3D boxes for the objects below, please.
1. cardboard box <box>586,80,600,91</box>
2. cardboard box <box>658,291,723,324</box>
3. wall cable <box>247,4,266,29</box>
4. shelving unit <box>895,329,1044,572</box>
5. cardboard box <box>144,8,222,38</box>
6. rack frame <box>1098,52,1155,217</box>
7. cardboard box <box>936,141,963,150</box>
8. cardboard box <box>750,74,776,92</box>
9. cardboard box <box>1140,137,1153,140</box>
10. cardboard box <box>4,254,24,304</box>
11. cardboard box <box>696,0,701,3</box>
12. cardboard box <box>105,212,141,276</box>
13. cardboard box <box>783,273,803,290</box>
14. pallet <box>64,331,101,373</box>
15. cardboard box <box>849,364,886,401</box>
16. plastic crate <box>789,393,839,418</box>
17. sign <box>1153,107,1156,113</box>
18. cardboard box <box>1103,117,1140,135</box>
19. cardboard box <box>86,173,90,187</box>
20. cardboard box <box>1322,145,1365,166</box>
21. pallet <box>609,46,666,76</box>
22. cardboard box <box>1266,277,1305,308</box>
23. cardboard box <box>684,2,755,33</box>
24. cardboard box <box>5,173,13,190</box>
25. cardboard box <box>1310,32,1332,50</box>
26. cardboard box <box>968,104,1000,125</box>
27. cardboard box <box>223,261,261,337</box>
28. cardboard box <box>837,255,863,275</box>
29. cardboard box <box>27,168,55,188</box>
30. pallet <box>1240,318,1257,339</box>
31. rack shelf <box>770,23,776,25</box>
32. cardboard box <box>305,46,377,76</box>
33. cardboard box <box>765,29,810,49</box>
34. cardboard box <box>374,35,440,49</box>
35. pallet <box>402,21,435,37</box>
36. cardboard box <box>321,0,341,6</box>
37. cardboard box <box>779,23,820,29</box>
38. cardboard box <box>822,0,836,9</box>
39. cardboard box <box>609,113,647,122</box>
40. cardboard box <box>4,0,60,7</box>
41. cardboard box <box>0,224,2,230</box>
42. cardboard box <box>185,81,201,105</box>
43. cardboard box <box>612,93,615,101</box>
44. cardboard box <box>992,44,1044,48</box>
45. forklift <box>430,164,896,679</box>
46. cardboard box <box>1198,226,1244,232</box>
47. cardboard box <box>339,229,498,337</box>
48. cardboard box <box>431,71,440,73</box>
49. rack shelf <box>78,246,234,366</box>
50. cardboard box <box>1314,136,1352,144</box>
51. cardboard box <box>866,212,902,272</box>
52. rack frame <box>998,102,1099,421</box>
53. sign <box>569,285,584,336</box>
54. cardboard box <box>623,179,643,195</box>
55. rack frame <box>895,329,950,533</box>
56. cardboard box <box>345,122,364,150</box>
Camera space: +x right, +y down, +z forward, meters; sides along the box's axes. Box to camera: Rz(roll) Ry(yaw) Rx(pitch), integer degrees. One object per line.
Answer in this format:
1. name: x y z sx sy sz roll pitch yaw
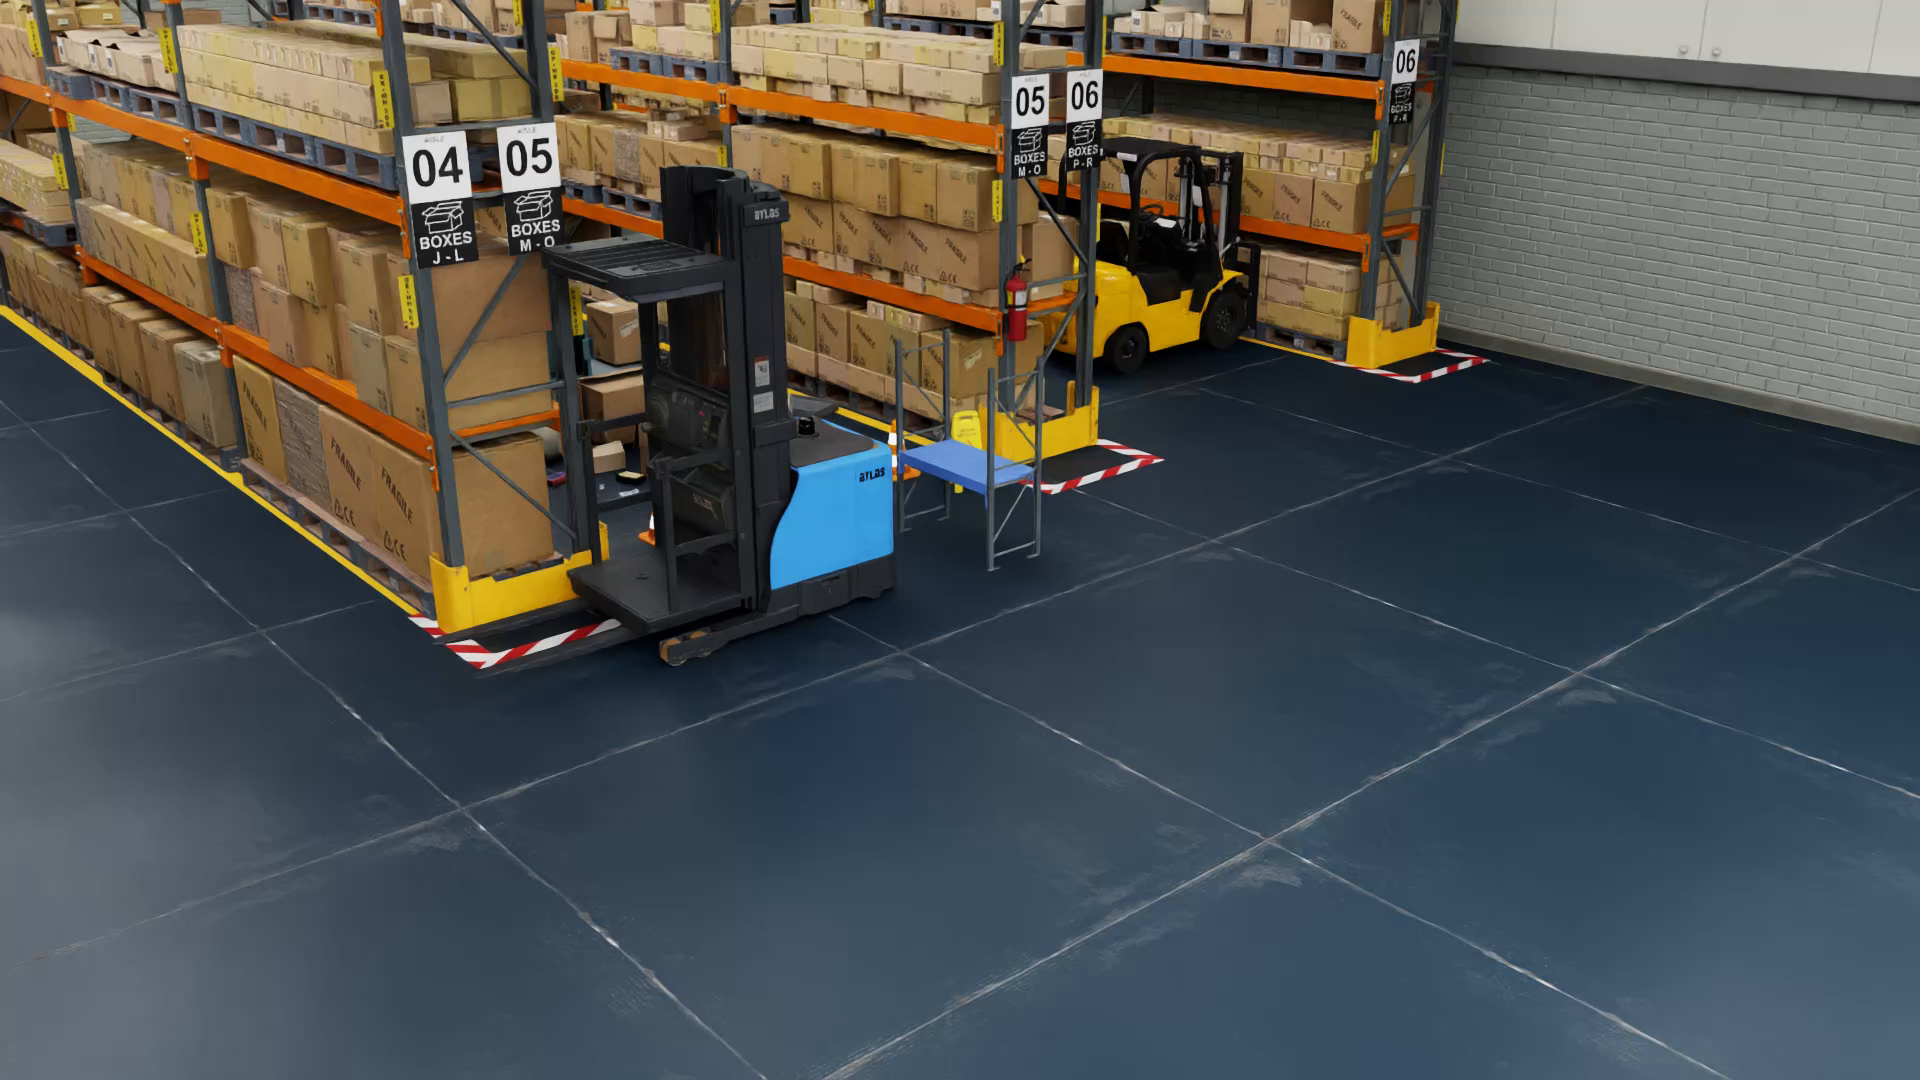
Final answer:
1. cardboard box: -5.862 -7.621 27.628 0.500 0.250 0.500 -17 27 -37
2. cardboard box: -2.695 -2.558 17.930 0.950 0.372 0.625 -15 26 -34
3. wall cable: -12.344 -8.926 29.767 0.588 1.984 0.122 -17 27 -37
4. shelving unit: 0.056 -0.675 12.150 0.538 1.500 1.048 -17 27 -37
5. cardboard box: -6.827 -4.415 14.680 0.500 0.500 0.500 -17 27 -37
6. rack frame: 1.879 -4.427 19.674 1.000 3.000 0.127 -17 27 -37
7. cardboard box: 0.039 -5.001 21.344 0.500 0.250 0.500 -19 28 -39
8. cardboard box: -1.735 -4.293 15.564 0.380 0.149 0.250 -17 27 -37
9. cardboard box: 2.249 -4.488 18.804 0.380 0.149 0.250 -18 27 -38
10. cardboard box: -10.504 -3.013 18.914 0.500 0.500 0.500 -16 27 -35
11. cardboard box: -3.848 -8.176 24.931 0.500 0.250 0.500 -17 27 -37
12. cardboard box: -7.423 -2.722 15.184 0.500 0.500 0.500 -17 27 -37
13. cardboard box: -1.662 -2.535 16.119 0.380 0.149 0.250 -17 27 -37
14. pallet: -8.683 -2.061 17.456 1.003 0.211 1.213 -17 27 -37
15. cardboard box: -0.677 -1.502 15.400 0.500 0.250 0.500 -19 28 -39
16. plastic crate: -1.475 -1.256 15.581 0.583 0.080 0.402 12 24 27
17. sign: 2.298 -4.999 19.840 0.100 0.325 0.005 -17 27 -37
18. cardboard box: 1.862 -4.755 19.078 0.380 0.149 0.250 -17 27 -36
19. cardboard box: -8.858 -3.758 17.328 0.380 0.149 0.250 -17 27 -37
20. cardboard box: 3.912 -3.918 16.941 0.380 0.149 0.250 -17 27 -37
21. pallet: -2.881 -5.035 17.371 1.213 0.211 1.003 -17 27 -37
22. cardboard box: 3.616 -2.671 17.699 0.500 0.250 0.500 -18 28 -38
23. cardboard box: -2.354 -5.129 16.298 0.500 0.250 0.500 -17 27 -36
24. cardboard box: -9.685 -3.744 17.291 0.380 0.149 0.250 -17 27 -36
25. cardboard box: 3.719 -5.000 16.656 0.380 0.149 0.250 -18 28 -39
26. cardboard box: 0.287 -3.451 13.413 0.380 0.149 0.250 -17 27 -37
27. cardboard box: -5.313 -2.009 13.294 0.875 0.550 0.550 -17 27 -37
28. cardboard box: -0.903 -2.545 15.214 0.380 0.149 0.250 -18 27 -38
29. cardboard box: -9.003 -3.595 16.502 0.380 0.149 0.250 -18 28 -38
30. pallet: 3.167 -2.562 18.735 1.003 0.211 1.213 -17 27 -37
31. rack shelf: -2.038 -7.146 23.490 1.077 0.370 4.000 -17 27 -37
32. cardboard box: -3.928 -3.049 10.582 0.380 0.149 0.250 -17 27 -37
33. cardboard box: -1.563 -4.590 15.229 0.380 0.149 0.250 -19 28 -39
34. cardboard box: -3.758 -3.345 11.337 0.380 0.149 0.250 -18 28 -38
35. pallet: -6.465 -6.521 21.168 0.805 0.209 1.217 -19 28 -39
36. cardboard box: -8.510 -7.652 22.945 0.500 0.500 0.500 -17 27 -37
37. cardboard box: -1.507 -4.860 15.917 0.380 0.149 0.250 -17 27 -36
38. cardboard box: -1.648 -7.298 22.551 0.380 0.149 0.250 -17 27 -37
39. cardboard box: -3.637 -4.530 18.817 0.500 0.500 0.500 -18 28 -38
40. cardboard box: -9.876 -5.430 17.405 0.797 0.503 0.637 -18 28 -38
41. cardboard box: -12.201 -3.867 20.762 0.380 0.149 0.250 -17 27 -37
42. cardboard box: -5.583 -3.378 12.515 0.380 0.149 0.250 -18 28 -38
43. cardboard box: -5.548 -7.346 27.470 0.380 0.149 0.250 -18 28 -38
44. cardboard box: 0.478 -4.003 13.729 0.380 0.149 0.250 -18 27 -38
45. forklift: -1.897 -0.789 10.479 3.031 2.935 1.130 -17 27 -37
46. cardboard box: 3.009 -3.438 18.973 0.500 0.250 0.500 -17 27 -37
47. cardboard box: -3.594 -1.747 11.145 0.875 0.550 0.550 -17 27 -37
48. cardboard box: -3.405 -2.975 10.938 0.500 0.250 0.500 -18 28 -38
49. rack shelf: -6.869 -2.256 15.116 1.077 0.370 4.000 -17 27 -37
50. cardboard box: 3.954 -4.174 17.594 0.380 0.149 0.250 -17 27 -37
51. cardboard box: -0.478 -2.687 14.686 0.500 0.500 0.500 -18 27 -38
52. rack frame: 0.732 -2.139 13.832 1.000 3.000 0.127 -17 27 -37
53. sign: -2.528 -1.503 10.913 0.100 0.325 0.005 -17 27 -37
54. cardboard box: -3.400 -3.836 17.933 0.380 0.149 0.250 -16 27 -36
55. rack frame: -0.276 -0.815 12.509 0.500 1.500 0.032 -17 27 -37
56. cardboard box: -3.590 -2.536 10.363 0.380 0.149 0.250 -17 27 -37
